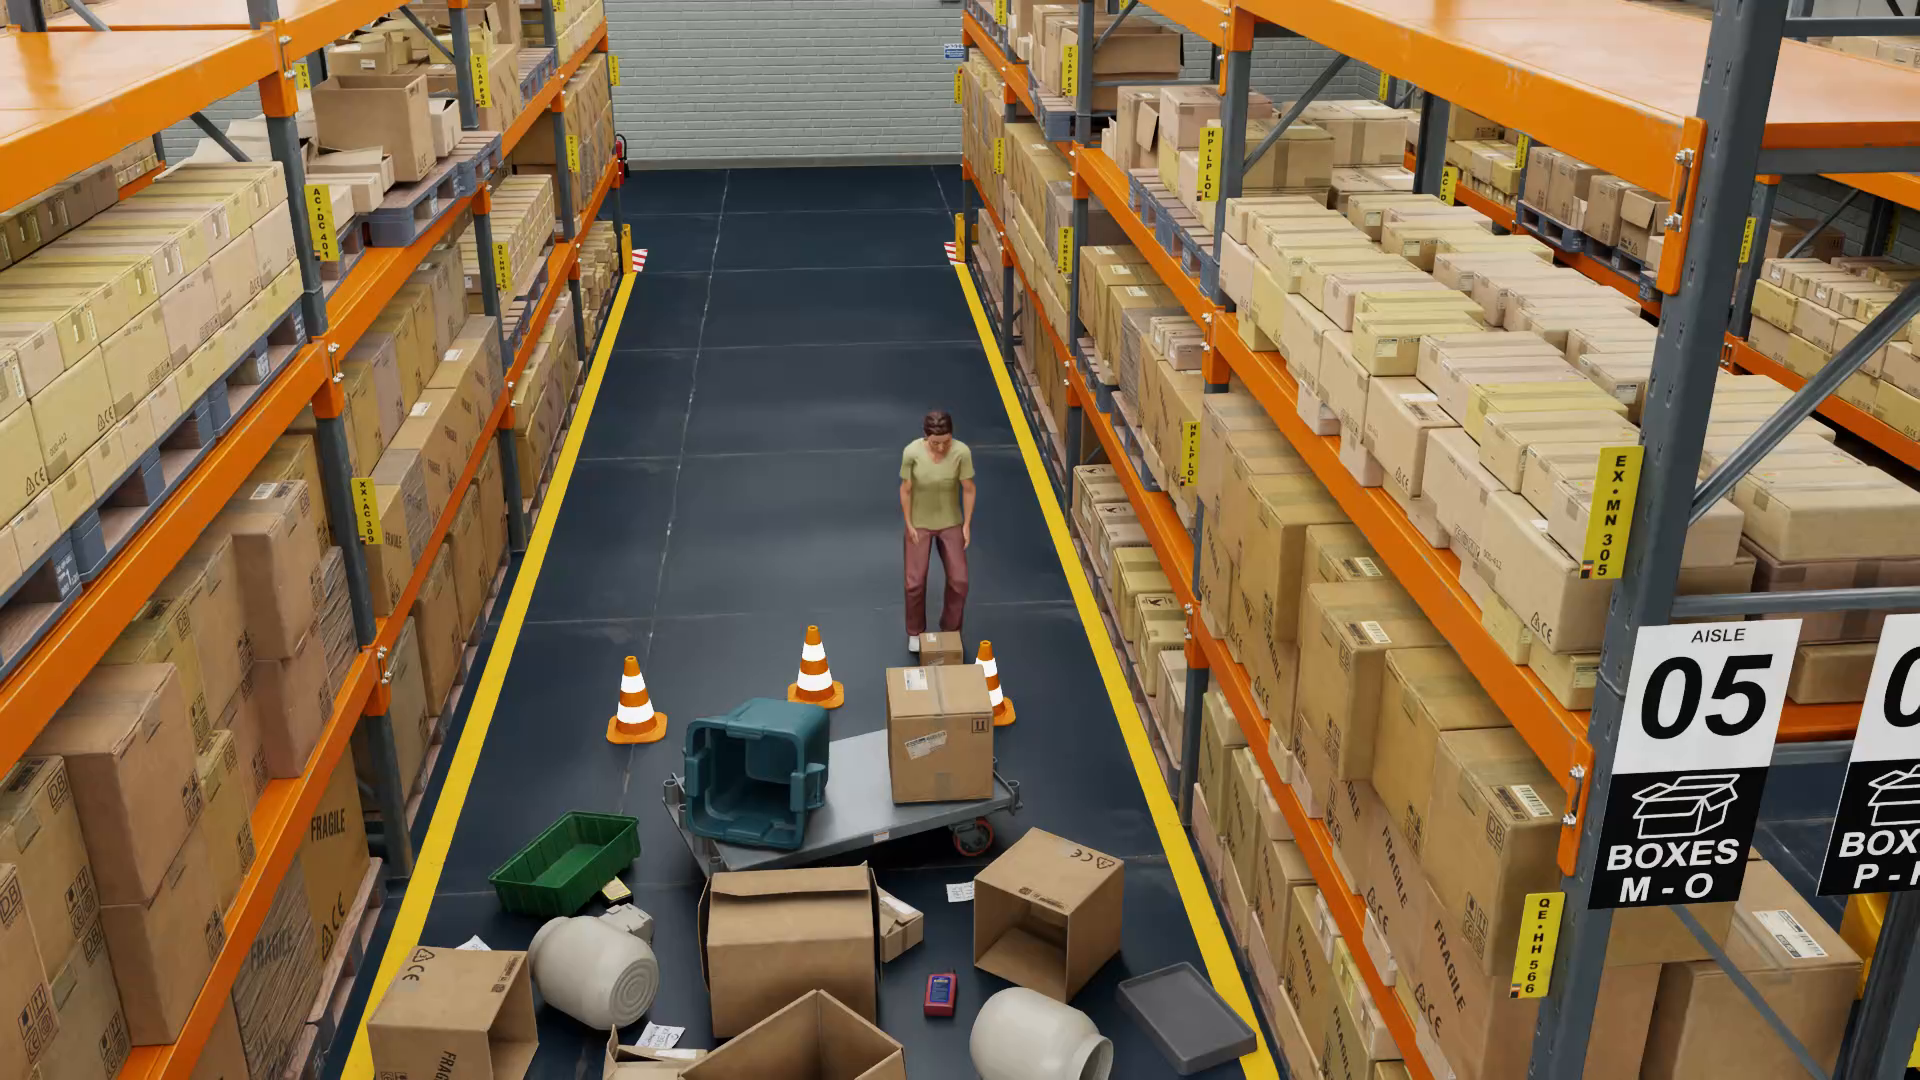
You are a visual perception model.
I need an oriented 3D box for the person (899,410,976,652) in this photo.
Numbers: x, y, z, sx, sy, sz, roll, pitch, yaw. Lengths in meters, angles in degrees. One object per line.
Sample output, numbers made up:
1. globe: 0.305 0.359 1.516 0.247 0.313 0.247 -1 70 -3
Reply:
1. person: -0.136 -0.074 10.355 0.474 1.616 0.406 -2 24 -4
